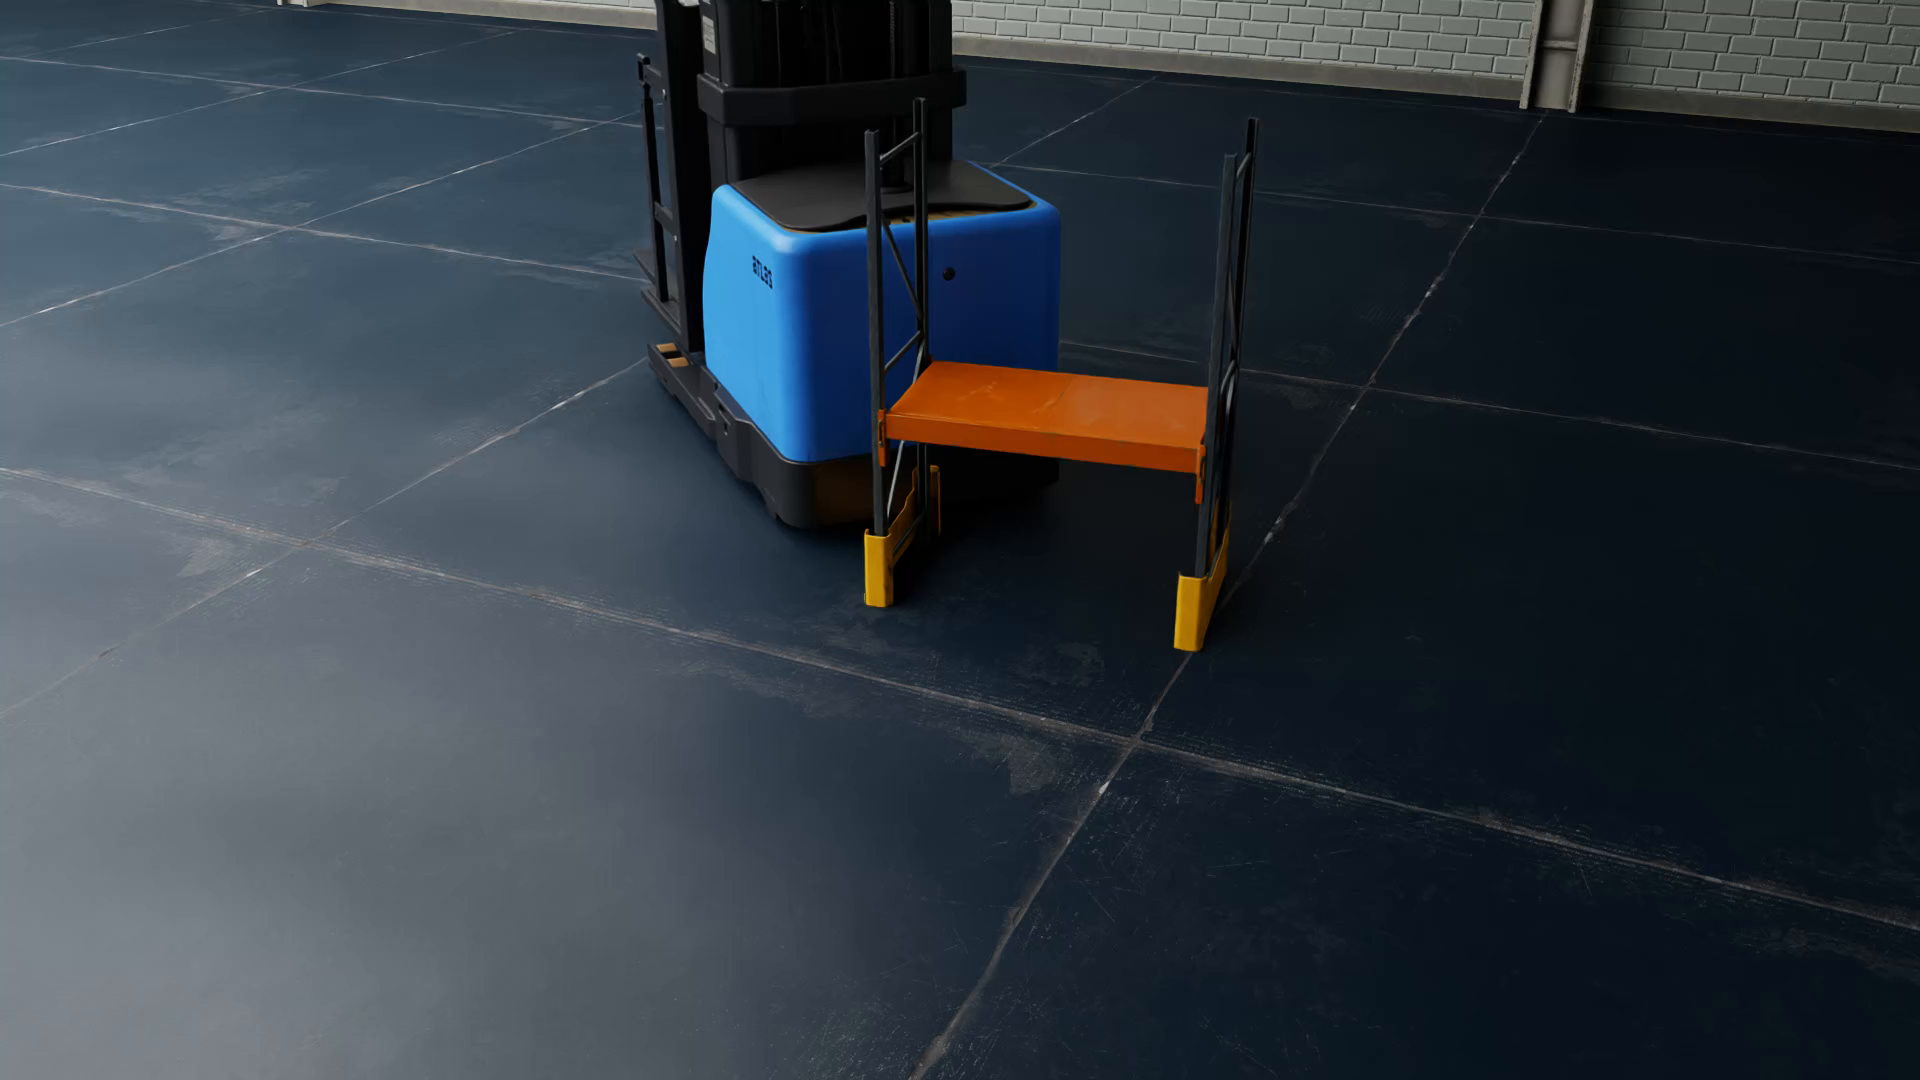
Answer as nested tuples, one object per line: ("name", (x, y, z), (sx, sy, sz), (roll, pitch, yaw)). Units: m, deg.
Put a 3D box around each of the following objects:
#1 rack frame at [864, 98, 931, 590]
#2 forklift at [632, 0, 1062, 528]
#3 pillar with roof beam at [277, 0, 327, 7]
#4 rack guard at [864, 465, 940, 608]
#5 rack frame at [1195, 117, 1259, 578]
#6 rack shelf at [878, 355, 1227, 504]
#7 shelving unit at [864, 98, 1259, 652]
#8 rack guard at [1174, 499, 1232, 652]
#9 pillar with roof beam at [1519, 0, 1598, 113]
("rack frame", (-0.186, -0.582, 5.235), (0.032, 1.500, 0.500), (7, 27, 15))
("forklift", (-0.688, -1.980, 6.454), (1.130, 2.935, 3.031), (-11, 28, -21))
("pillar with roof beam", (-8.366, -7.689, 11.179), (0.400, 9.000, 9.100), (11, 28, 22))
("rack guard", (-0.185, -0.021, 5.510), (0.087, 0.250, 0.587), (7, 27, 15))
("rack frame", (0.790, -0.456, 4.979), (0.032, 1.500, 0.500), (7, 27, 15))
("rack shelf", (0.302, -0.358, 5.186), (1.000, 0.185, 0.538), (7, 27, 15))
("shelving unit", (0.293, -0.520, 5.109), (1.083, 1.500, 0.587), (7, 27, 15))
("rack guard", (0.771, 0.102, 5.260), (0.087, 0.250, 0.587), (7, 27, 15))
("pillar with roof beam", (2.557, -5.495, 6.722), (0.400, 9.000, 9.100), (11, 28, 22))
